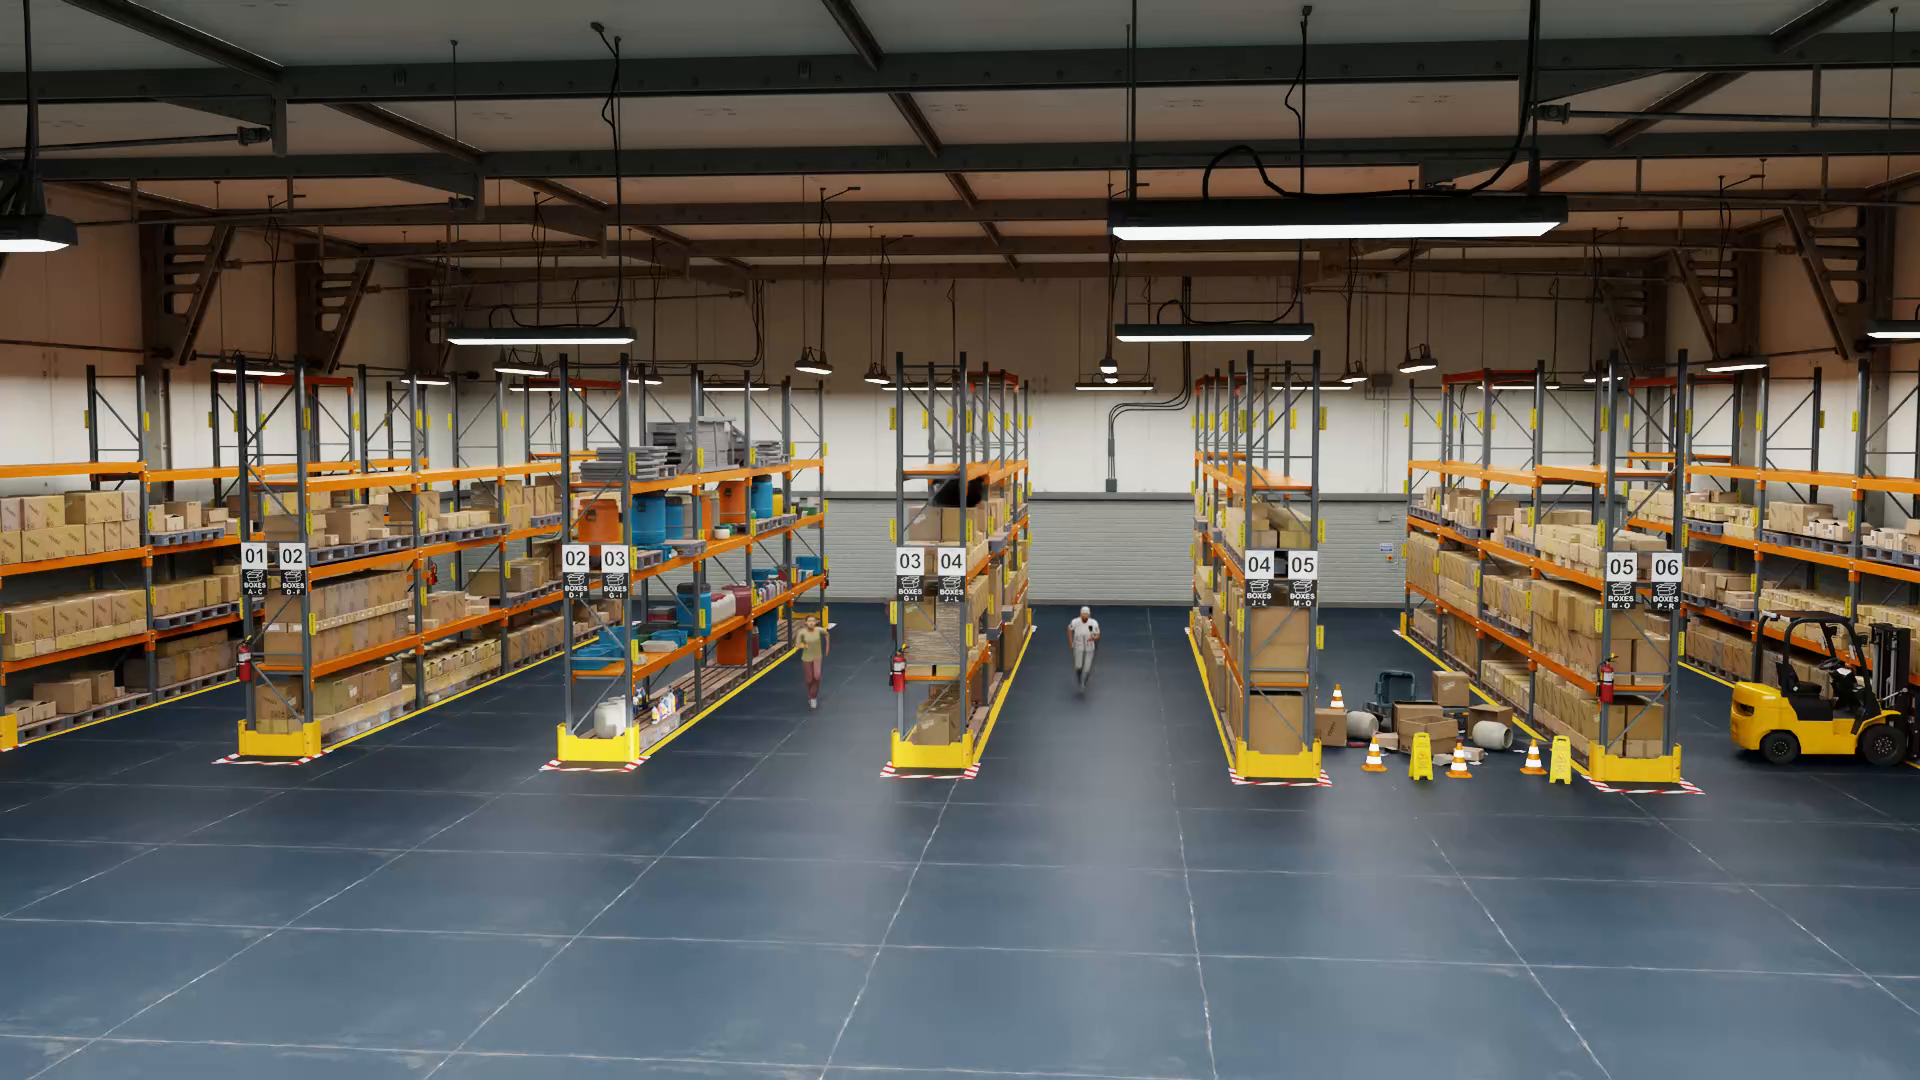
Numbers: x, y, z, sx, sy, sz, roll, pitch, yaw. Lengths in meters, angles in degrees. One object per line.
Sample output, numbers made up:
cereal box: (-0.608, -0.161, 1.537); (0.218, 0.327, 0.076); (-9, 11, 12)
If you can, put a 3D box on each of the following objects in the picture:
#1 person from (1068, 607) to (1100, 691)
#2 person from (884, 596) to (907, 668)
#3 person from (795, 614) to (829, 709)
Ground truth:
person: (2.281, 2.016, 30.598); (0.564, 1.581, 0.705); (0, 4, -2)
person: (-1.158, 1.759, 33.254); (0.712, 1.776, 0.954); (-1, 4, -9)
person: (-2.575, 2.103, 29.033); (0.604, 1.647, 0.777); (-1, 4, -8)
